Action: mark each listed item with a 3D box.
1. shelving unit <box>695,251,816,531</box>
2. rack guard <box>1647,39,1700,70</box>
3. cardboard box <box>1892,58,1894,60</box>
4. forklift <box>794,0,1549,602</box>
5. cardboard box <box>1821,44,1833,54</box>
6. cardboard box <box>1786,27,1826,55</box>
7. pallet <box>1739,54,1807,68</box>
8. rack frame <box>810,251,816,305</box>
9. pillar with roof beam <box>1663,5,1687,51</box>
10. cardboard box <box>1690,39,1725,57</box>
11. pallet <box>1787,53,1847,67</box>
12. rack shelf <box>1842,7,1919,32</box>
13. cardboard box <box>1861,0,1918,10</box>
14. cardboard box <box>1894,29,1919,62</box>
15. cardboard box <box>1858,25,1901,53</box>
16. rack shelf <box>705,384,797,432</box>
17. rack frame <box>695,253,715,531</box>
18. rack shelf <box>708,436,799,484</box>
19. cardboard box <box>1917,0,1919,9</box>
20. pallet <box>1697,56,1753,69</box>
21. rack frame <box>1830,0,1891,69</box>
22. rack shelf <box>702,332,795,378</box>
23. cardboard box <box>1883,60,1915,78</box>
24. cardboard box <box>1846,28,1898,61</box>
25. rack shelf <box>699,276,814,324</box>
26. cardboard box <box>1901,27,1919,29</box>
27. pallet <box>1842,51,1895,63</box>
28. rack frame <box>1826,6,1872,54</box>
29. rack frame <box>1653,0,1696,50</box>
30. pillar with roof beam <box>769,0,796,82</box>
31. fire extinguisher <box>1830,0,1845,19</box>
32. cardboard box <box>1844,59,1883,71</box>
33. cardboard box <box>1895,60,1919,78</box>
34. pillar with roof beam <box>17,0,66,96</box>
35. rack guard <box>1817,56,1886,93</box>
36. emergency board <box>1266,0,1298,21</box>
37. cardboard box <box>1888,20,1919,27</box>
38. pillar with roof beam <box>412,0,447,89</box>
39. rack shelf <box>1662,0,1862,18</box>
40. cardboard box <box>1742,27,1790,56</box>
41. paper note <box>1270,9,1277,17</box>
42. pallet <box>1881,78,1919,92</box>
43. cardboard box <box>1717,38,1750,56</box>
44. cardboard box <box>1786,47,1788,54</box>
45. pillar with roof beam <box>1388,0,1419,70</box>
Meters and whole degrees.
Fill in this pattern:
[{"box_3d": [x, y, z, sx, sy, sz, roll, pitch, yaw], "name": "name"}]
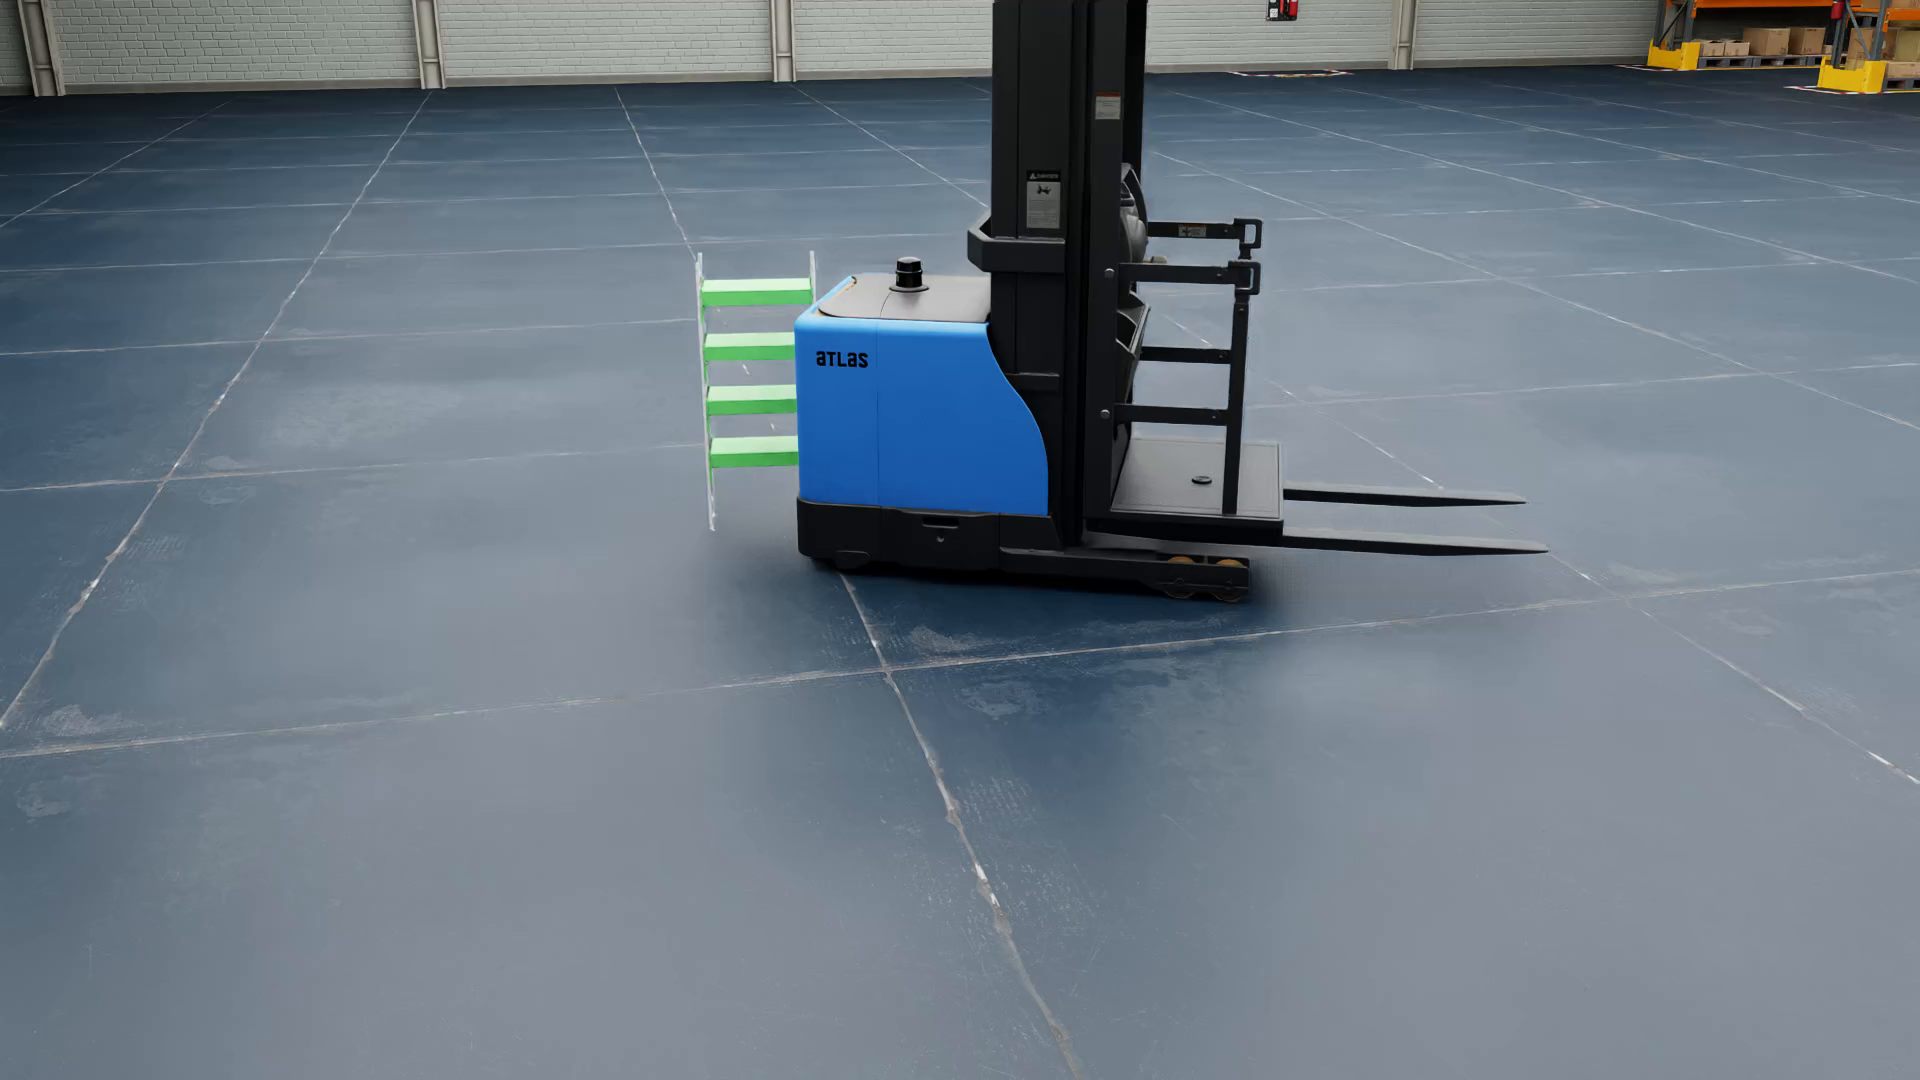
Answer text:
[{"box_3d": [-0.878, -0.653, 7.353, 0.503, 1.200, 0.258, -2, 20, -5], "name": "shelving unit"}, {"box_3d": [13.968, -9.515, 32.564, 0.348, 0.500, 1.175, -5, 21, -12], "name": "rack guard"}, {"box_3d": [15.976, -8.116, 28.497, 0.500, 0.250, 0.500, -5, 21, -12], "name": "cardboard box"}, {"box_3d": [0.886, -1.327, 6.676, 3.031, 2.935, 1.130, 3, 20, 9], "name": "forklift"}, {"box_3d": [17.273, -9.823, 33.250, 0.250, 0.166, 0.380, -7, 21, -20], "name": "cardboard box"}, {"box_3d": [16.786, -9.937, 33.075, 0.500, 0.500, 0.500, -6, 21, -17], "name": "cardboard box"}, {"box_3d": [15.952, -9.527, 33.017, 1.213, 0.211, 1.003, -5, 21, -12], "name": "pallet"}, {"box_3d": [-0.635, -0.661, 7.376, 0.015, 1.200, 0.240, -2, 20, -5], "name": "rack frame"}, {"box_3d": [15.367, -12.404, 28.093, 0.400, 9.000, 9.100, -5, 21, -12], "name": "pillar with roof beam"}, {"box_3d": [14.588, -9.652, 32.571, 0.500, 0.311, 0.500, -7, 21, -19], "name": "cardboard box"}, {"box_3d": [17.142, -9.625, 33.284, 1.213, 0.211, 1.003, -5, 21, -12], "name": "pallet"}, {"box_3d": [16.984, -8.846, 28.147, 4.000, 0.370, 1.077, -5, 21, -12], "name": "rack shelf"}, {"box_3d": [15.495, -9.105, 27.663, 0.500, 0.500, 0.700, -5, 21, -12], "name": "cardboard box"}, {"box_3d": [16.097, -8.292, 27.886, 0.500, 0.500, 0.500, -5, 21, -12], "name": "cardboard box"}, {"box_3d": [18.500, -10.096, 33.510, 0.500, 0.500, 0.700, -4, 20, -11], "name": "cardboard box"}, {"box_3d": [-0.878, -0.593, 7.375, 0.480, 0.148, 0.258, -2, 20, -5], "name": "rack shelf"}, {"box_3d": [-1.121, -0.645, 7.330, 0.015, 1.200, 0.240, -2, 20, -5], "name": "rack frame"}, {"box_3d": [-0.878, -0.368, 7.457, 0.480, 0.148, 0.258, -2, 20, -5], "name": "rack shelf"}, {"box_3d": [16.005, -9.148, 27.781, 0.500, 0.500, 0.700, -4, 21, -11], "name": "cardboard box"}, {"box_3d": [14.767, -9.432, 32.756, 1.213, 0.211, 1.003, -5, 21, -12], "name": "pallet"}, {"box_3d": [15.038, -9.025, 27.591, 0.127, 3.000, 1.000, -5, 21, -12], "name": "rack frame"}, {"box_3d": [-0.878, -0.818, 7.292, 0.480, 0.148, 0.258, -2, 20, -5], "name": "rack shelf"}, {"box_3d": [15.611, -7.899, 27.905, 0.500, 0.250, 0.500, -5, 21, -12], "name": "cardboard box"}, {"box_3d": [15.491, -8.425, 28.251, 0.500, 0.500, 0.500, -5, 21, -12], "name": "cardboard box"}, {"box_3d": [-0.878, -1.044, 7.210, 0.480, 0.148, 0.258, -2, 20, -5], "name": "rack shelf"}, {"box_3d": [16.461, -8.509, 28.480, 0.500, 0.500, 0.500, -5, 21, -12], "name": "cardboard box"}, {"box_3d": [18.544, -9.752, 33.631, 1.213, 0.211, 1.003, -5, 21, -12], "name": "pallet"}, {"box_3d": [17.787, -11.000, 32.981, 0.127, 3.000, 1.000, -5, 21, -12], "name": "rack frame"}, {"box_3d": [13.894, -10.683, 32.117, 0.127, 3.000, 1.000, -5, 21, -12], "name": "rack frame"}, {"box_3d": [-2.150, -10.979, 24.204, 0.400, 9.000, 9.100, -5, 21, -12], "name": "pillar with roof beam"}, {"box_3d": [14.816, -9.135, 28.004, 0.183, 0.674, 0.296, -5, 21, -12], "name": "fire extinguisher"}, {"box_3d": [15.492, -8.073, 28.378, 0.500, 0.250, 0.500, -5, 21, -12], "name": "cardboard box"}, {"box_3d": [16.097, -7.940, 28.016, 0.500, 0.250, 0.500, -5, 21, -12], "name": "cardboard box"}, {"box_3d": [-13.828, -10.029, 21.611, 0.400, 9.000, 9.100, -5, 21, -12], "name": "pillar with roof beam"}, {"box_3d": [15.015, -7.849, 28.016, 0.348, 0.500, 1.175, -5, 21, -12], "name": "rack guard"}, {"box_3d": [6.124, -10.370, 31.263, 0.643, 1.169, 0.194, -5, 21, -12], "name": "emergency board"}, {"box_3d": [18.927, -10.484, 33.479, 0.500, 0.250, 0.500, -5, 21, -14], "name": "cardboard box"}, {"box_3d": [-7.989, -10.504, 22.907, 0.400, 9.000, 9.100, -5, 21, -12], "name": "pillar with roof beam"}, {"box_3d": [15.841, -10.504, 32.673, 4.000, 0.370, 1.077, -5, 21, -12], "name": "rack shelf"}, {"box_3d": [15.869, -9.827, 32.775, 0.500, 0.500, 0.700, -6, 21, -16], "name": "cardboard box"}, {"box_3d": [5.936, -9.966, 31.440, 0.142, 0.148, 0.016, -5, 21, -12], "name": "paper note"}, {"box_3d": [15.773, -7.790, 28.275, 1.213, 0.211, 1.003, -5, 21, -12], "name": "pallet"}, {"box_3d": [15.143, -9.697, 32.694, 0.500, 0.311, 0.500, -3, 20, -8], "name": "cardboard box"}, {"box_3d": [16.226, -9.748, 33.069, 0.250, 0.149, 0.380, -6, 21, -17], "name": "cardboard box"}, {"box_3d": [9.528, -11.929, 26.797, 0.400, 9.000, 9.100, -5, 21, -12], "name": "pillar with roof beam"}]
